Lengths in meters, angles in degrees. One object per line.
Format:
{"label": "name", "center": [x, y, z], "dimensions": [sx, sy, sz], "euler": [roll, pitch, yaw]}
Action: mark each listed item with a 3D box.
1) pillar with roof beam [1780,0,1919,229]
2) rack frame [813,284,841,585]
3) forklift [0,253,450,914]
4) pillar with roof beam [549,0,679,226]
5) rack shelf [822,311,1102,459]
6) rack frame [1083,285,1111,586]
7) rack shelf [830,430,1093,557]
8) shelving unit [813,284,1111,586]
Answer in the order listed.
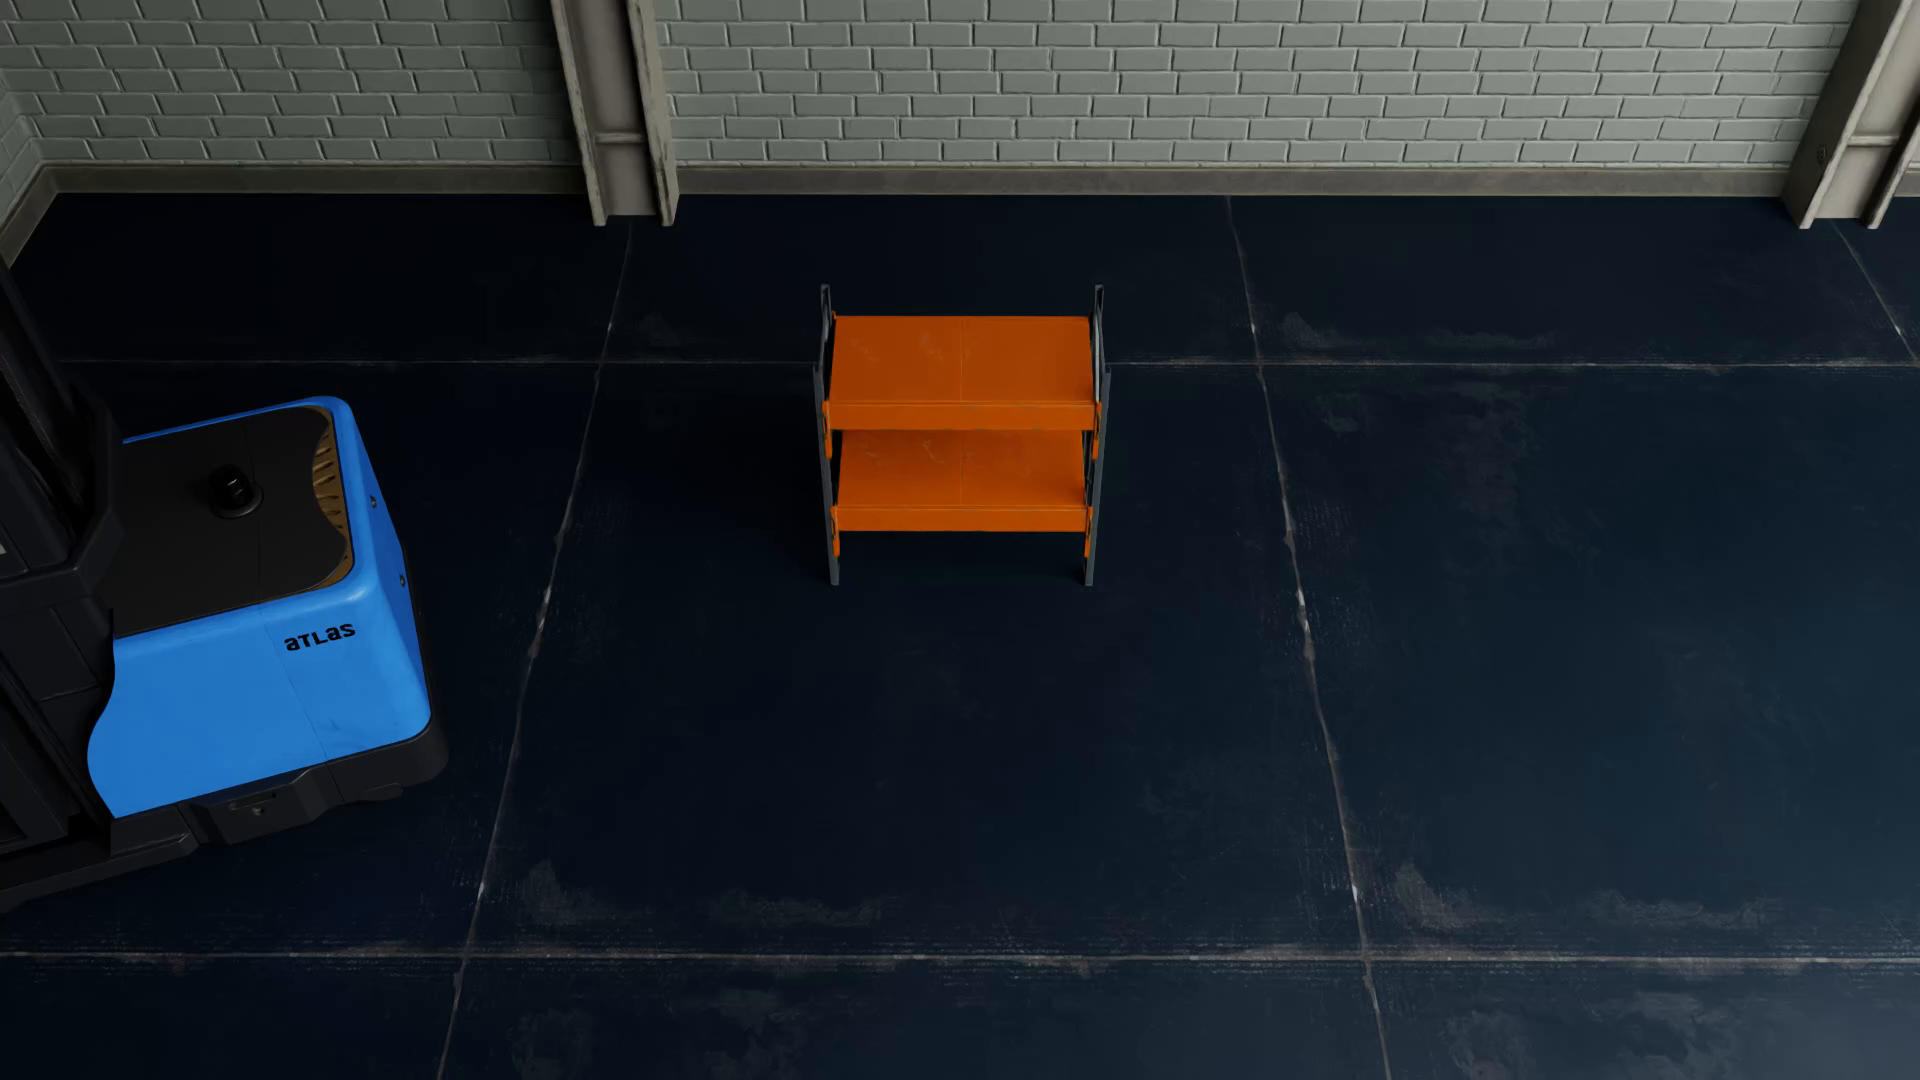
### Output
{"label": "pillar with roof beam", "center": [4.355, -1.576, 2.150], "dimensions": [0.400, 9.000, 9.100], "euler": [0, 47, 0]}
{"label": "rack frame", "center": [-0.502, -0.385, 6.420], "dimensions": [0.032, 1.125, 0.500], "euler": [0, 47, 0]}
{"label": "forklift", "center": [-3.415, -0.097, 4.919], "dimensions": [3.031, 2.935, 1.130], "euler": [-15, 49, -13]}
{"label": "pillar with roof beam", "center": [-1.645, -1.592, 2.165], "dimensions": [0.400, 9.000, 9.100], "euler": [0, 47, 0]}
{"label": "rack shelf", "center": [0.007, -0.583, 6.205], "dimensions": [1.000, 0.278, 0.538], "euler": [0, 47, 0]}
{"label": "rack frame", "center": [0.515, -0.382, 6.418], "dimensions": [0.032, 1.125, 0.500], "euler": [0, 47, 0]}
{"label": "rack shelf", "center": [0.007, -0.217, 6.598], "dimensions": [1.000, 0.278, 0.538], "euler": [0, 47, 0]}
{"label": "shelving unit", "center": [0.007, -0.383, 6.419], "dimensions": [1.048, 1.125, 0.538], "euler": [0, 47, 0]}
